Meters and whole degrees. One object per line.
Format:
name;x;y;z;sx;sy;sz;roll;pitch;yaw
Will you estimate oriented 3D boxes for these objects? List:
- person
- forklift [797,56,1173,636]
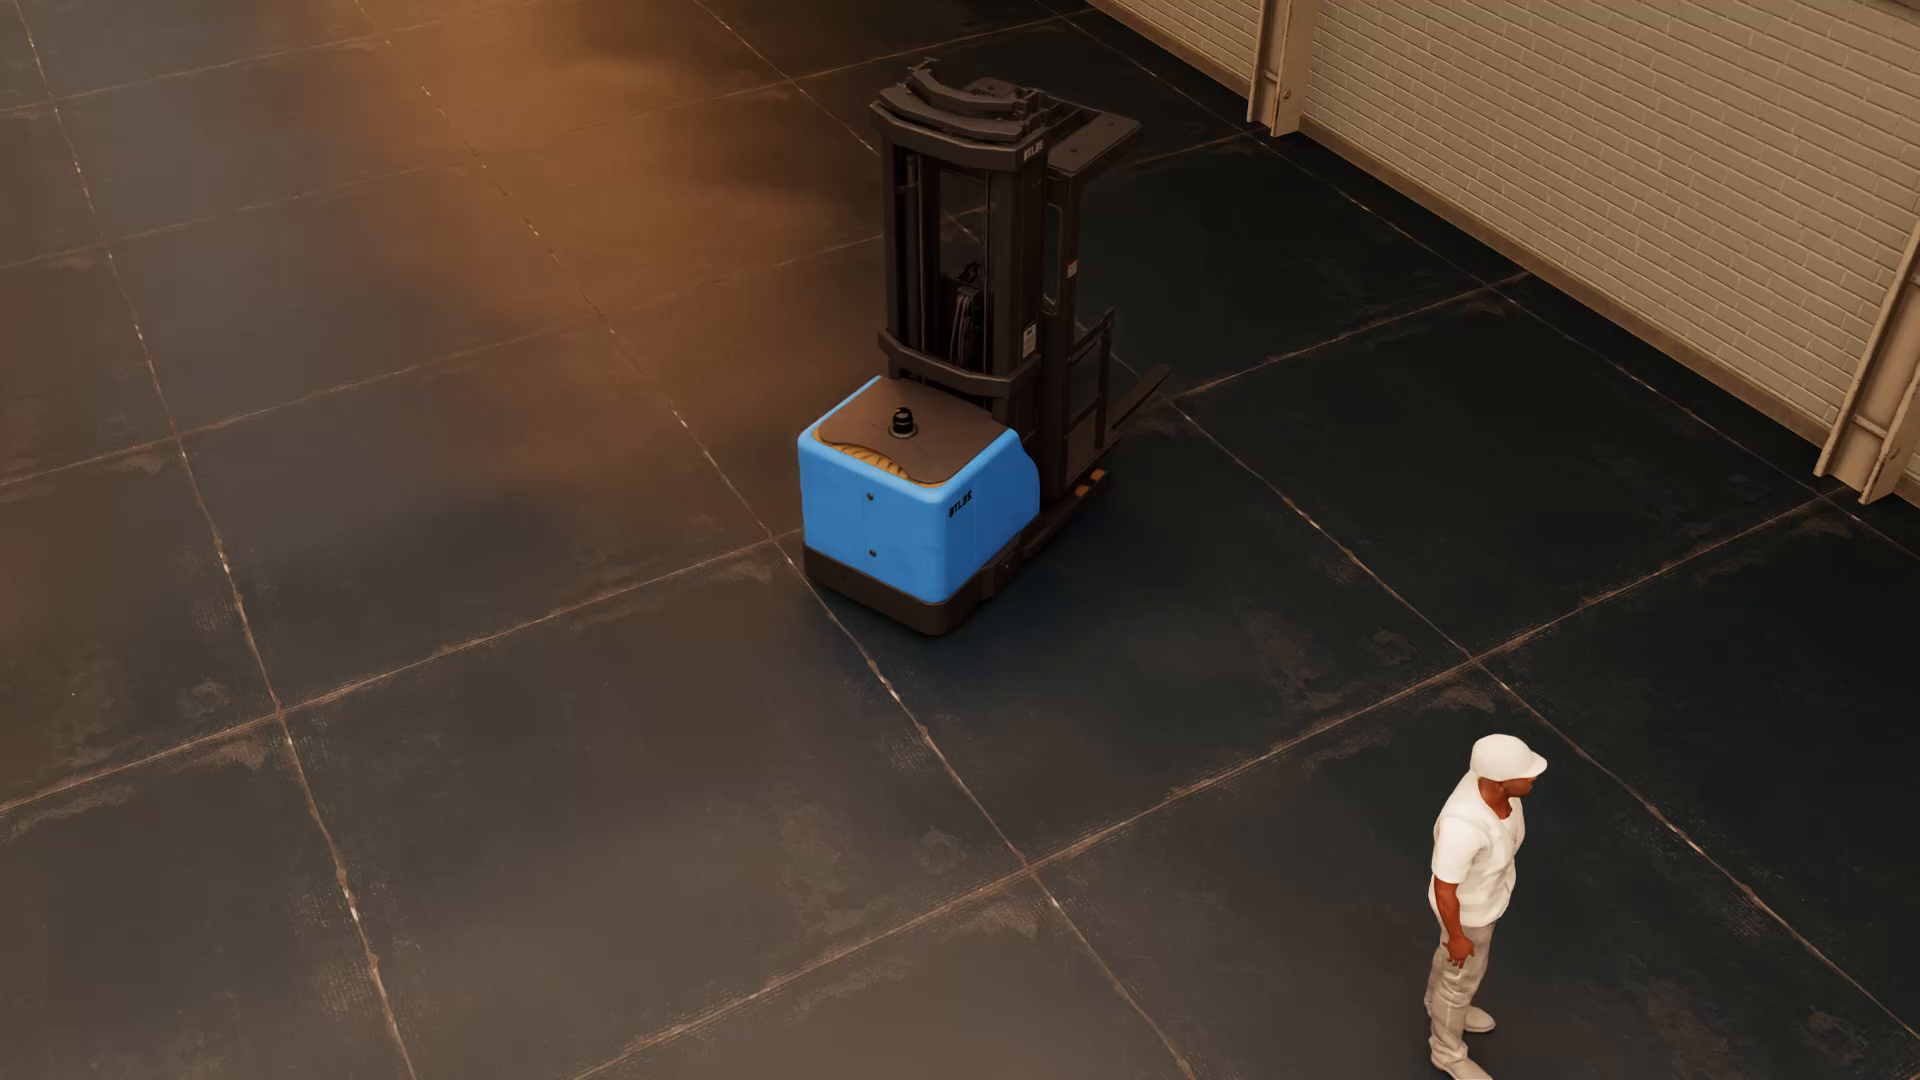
person;2.256;1.539;7.084;0.570;1.767;0.665;22;44;24
forklift;0.320;-1.478;9.819;1.130;2.935;3.031;24;45;26
